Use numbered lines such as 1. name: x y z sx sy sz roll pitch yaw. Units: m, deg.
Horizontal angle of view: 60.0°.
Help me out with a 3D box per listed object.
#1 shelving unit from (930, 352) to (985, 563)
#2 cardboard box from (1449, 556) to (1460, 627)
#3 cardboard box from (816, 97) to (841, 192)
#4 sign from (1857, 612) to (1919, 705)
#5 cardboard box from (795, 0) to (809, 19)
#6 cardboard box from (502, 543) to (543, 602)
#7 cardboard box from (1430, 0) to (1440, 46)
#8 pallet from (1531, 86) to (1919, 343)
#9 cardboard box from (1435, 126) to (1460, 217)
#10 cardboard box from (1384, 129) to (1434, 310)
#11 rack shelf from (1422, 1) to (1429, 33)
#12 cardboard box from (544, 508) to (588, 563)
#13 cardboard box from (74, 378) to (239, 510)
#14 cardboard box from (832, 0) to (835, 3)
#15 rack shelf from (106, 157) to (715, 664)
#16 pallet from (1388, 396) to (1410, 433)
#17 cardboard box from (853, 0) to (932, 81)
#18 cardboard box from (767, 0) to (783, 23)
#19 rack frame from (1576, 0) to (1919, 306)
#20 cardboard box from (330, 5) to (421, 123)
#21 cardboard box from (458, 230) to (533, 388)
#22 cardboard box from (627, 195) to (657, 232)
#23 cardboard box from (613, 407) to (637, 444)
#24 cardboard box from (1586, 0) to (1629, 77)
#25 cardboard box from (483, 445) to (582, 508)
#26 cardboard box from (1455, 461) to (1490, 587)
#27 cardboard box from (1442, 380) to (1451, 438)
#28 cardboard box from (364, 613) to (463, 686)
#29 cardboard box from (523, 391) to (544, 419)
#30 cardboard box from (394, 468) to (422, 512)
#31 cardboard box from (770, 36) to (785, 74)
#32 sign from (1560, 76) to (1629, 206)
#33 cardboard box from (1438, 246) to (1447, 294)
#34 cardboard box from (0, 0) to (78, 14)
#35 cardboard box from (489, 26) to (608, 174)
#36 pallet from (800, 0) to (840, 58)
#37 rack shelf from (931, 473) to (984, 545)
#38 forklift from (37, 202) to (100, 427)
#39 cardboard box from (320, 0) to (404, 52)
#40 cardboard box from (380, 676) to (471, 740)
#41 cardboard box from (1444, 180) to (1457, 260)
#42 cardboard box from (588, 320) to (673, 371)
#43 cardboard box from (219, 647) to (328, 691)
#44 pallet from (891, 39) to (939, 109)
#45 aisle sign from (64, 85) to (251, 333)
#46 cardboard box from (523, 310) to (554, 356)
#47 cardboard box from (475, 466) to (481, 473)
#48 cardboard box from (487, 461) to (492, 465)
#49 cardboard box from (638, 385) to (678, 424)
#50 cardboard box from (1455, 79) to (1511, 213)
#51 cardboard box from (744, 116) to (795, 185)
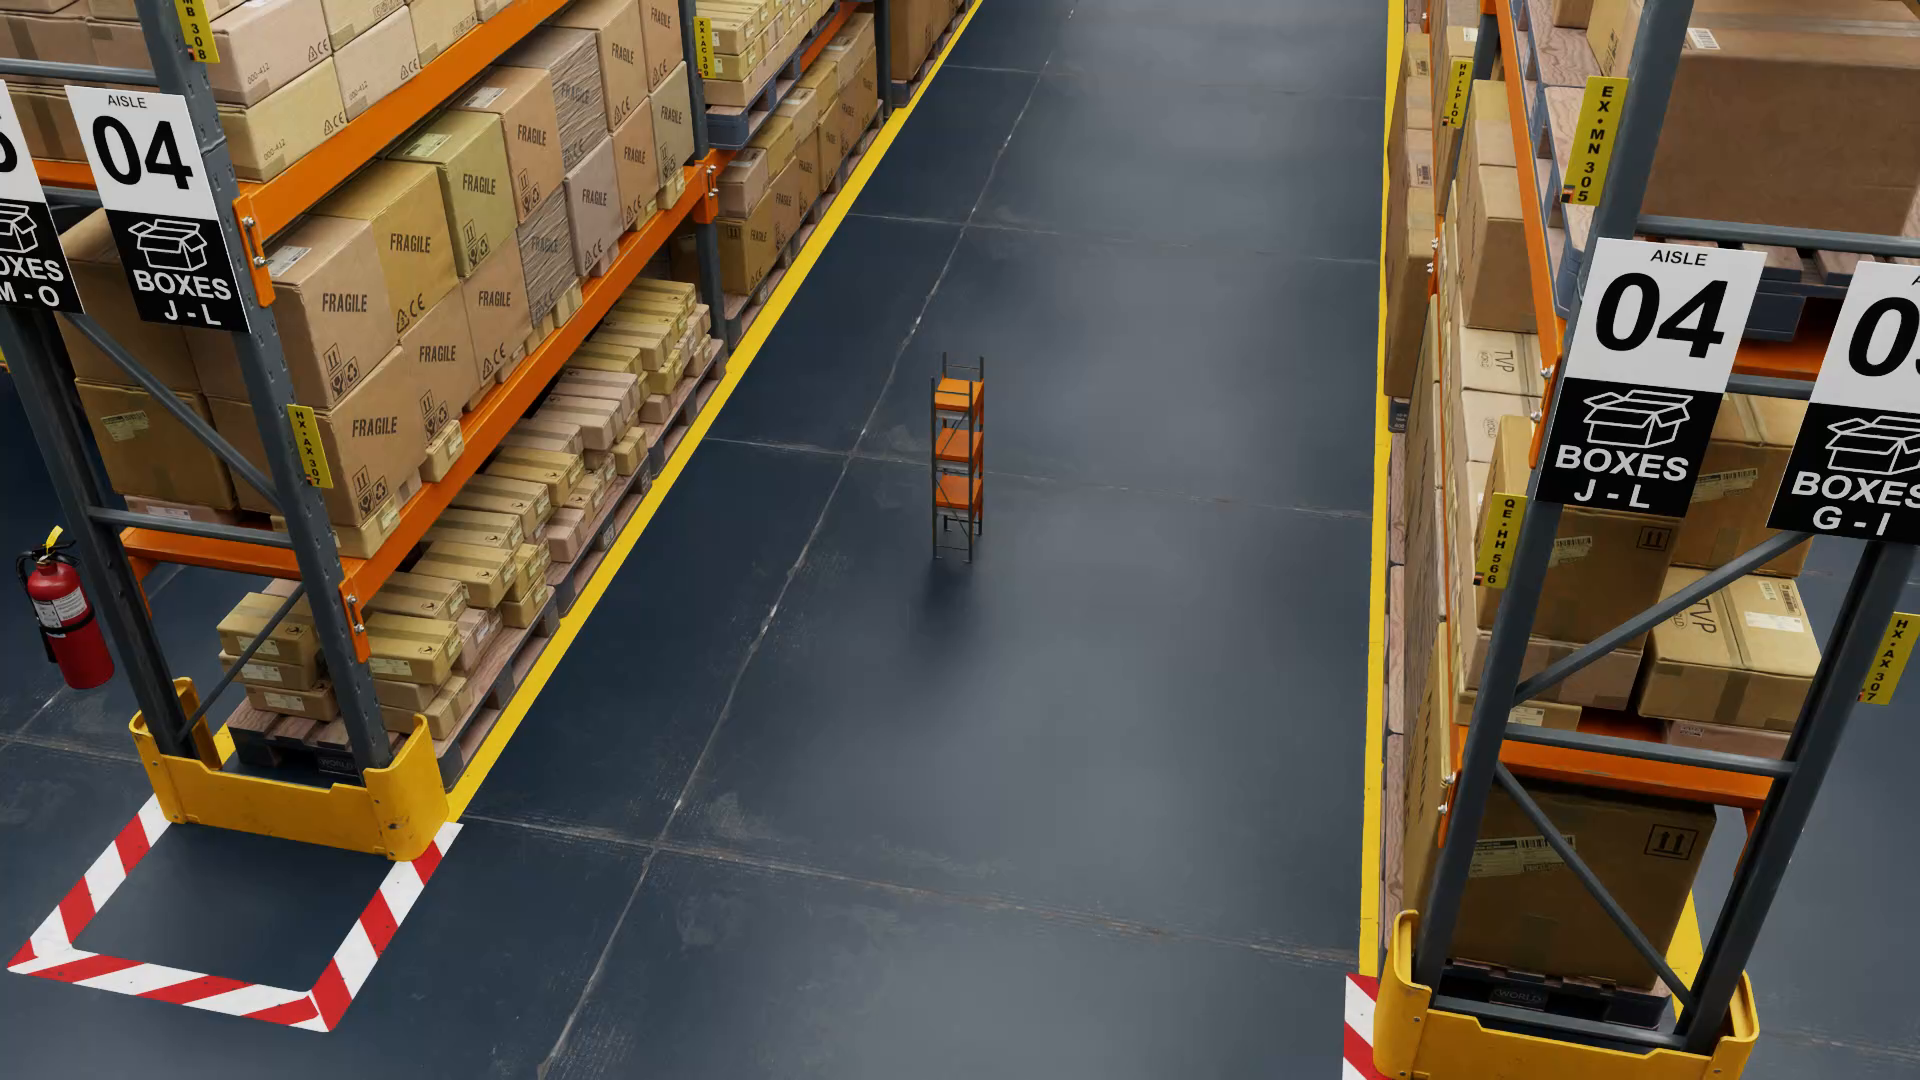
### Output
1. shelving unit: -0.011 -0.394 8.170 0.215 1.050 0.252 7 37 10
2. cardboard box: 1.941 0.209 5.890 0.380 0.149 0.250 7 37 10
3. cardboard box: -1.134 -2.766 11.552 0.500 0.500 0.500 6 36 8
4. sign: 2.619 0.336 4.695 0.100 0.325 0.005 7 37 10
5. cardboard box: -1.140 -3.285 10.099 0.380 0.149 0.250 9 37 12
6. cardboard box: -2.143 0.127 7.607 0.380 0.149 0.250 8 37 11
7. cardboard box: 3.309 -3.440 10.626 0.500 0.500 0.500 6 36 9
8. pallet: 2.226 -0.959 4.807 1.003 0.211 1.213 7 37 10
9. cardboard box: 2.766 -1.990 8.625 0.500 0.500 0.500 7 37 10
10. cardboard box: 3.240 -1.839 9.954 1.225 0.875 0.875 6 36 8
11. rack shelf: 4.214 -4.796 13.194 1.077 0.370 4.000 7 37 10
12. cardboard box: -2.038 -0.036 8.085 0.380 0.149 0.250 6 36 8
13. cardboard box: -2.901 -0.485 6.294 0.500 0.500 0.500 8 37 11
14. cardboard box: -0.973 -3.613 10.806 0.380 0.149 0.250 8 37 11
15. rack shelf: -2.319 -0.889 7.804 1.077 0.370 4.000 7 37 10
16. pallet: 3.024 -0.970 9.679 1.003 0.211 1.213 7 37 10
17. cardboard box: -0.819 -4.217 13.342 1.050 0.750 0.750 7 36 9
18. cardboard box: -1.247 -3.112 9.606 0.380 0.149 0.250 8 37 10
19. rack frame: 2.078 -1.783 3.312 1.000 3.000 0.127 7 37 10
20. cardboard box: -2.284 -1.714 5.901 0.500 0.250 0.500 8 37 11
21. cardboard box: -2.174 -1.007 7.014 0.500 0.500 0.500 8 37 11
22. cardboard box: -1.788 -1.725 8.558 0.380 0.149 0.250 9 37 12
23. cardboard box: -1.919 -0.650 8.679 0.380 0.149 0.250 8 37 11
24. cardboard box: 2.438 -1.734 5.273 0.700 0.500 0.500 5 36 7
25. cardboard box: -2.040 -0.305 7.950 0.380 0.149 0.250 8 37 11
26. cardboard box: 2.031 -0.016 5.860 0.500 0.250 0.500 7 36 9
27. cardboard box: 2.213 -0.524 6.901 0.380 0.149 0.250 6 36 9
28. cardboard box: -2.302 0.452 6.905 0.380 0.149 0.250 6 36 8
29. cardboard box: -2.407 -0.686 8.728 0.380 0.149 0.250 9 37 12
30. cardboard box: -2.343 -0.228 6.492 0.380 0.149 0.250 9 37 12
31. cardboard box: -1.247 -2.866 9.775 0.380 0.149 0.250 8 37 10
32. sign: 1.551 -0.971 4.061 0.100 0.325 0.005 7 37 10
33. cardboard box: 2.488 -1.267 7.926 0.380 0.149 0.250 6 36 8
34. cardboard box: -2.962 -1.779 5.224 0.380 0.149 0.250 7 37 10
35. cardboard box: -1.956 -2.001 7.534 0.500 0.500 0.500 8 37 11
36. pallet: -1.420 -3.402 10.822 1.003 0.211 1.213 7 37 10
37. rack shelf: -0.011 -0.161 8.339 0.215 0.259 0.240 7 37 10
38. forklift: -4.835 -2.226 9.094 1.130 2.935 3.031 -29 45 -34
39. cardboard box: -2.288 -1.908 5.743 0.500 0.250 0.500 7 36 9
40. cardboard box: -2.321 0.690 7.083 0.380 0.149 0.250 8 37 11
41. cardboard box: 2.576 -1.470 7.867 0.500 0.250 0.500 7 36 9
42. cardboard box: -1.775 -1.052 8.980 0.380 0.149 0.250 7 37 10
43. cardboard box: -2.912 0.492 7.104 0.380 0.149 0.250 6 36 9
44. pallet: -0.795 -3.934 13.768 1.003 0.211 1.213 7 37 10
45. aisle sign: -2.468 -1.007 5.138 0.394 0.787 0.004 7 37 10
46. cardboard box: -2.073 -0.977 7.527 0.380 0.149 0.250 9 37 12
47. cardboard box: -2.555 -0.366 8.033 0.380 0.149 0.250 6 36 8
48. cardboard box: -2.521 -0.425 8.622 0.380 0.149 0.250 6 36 9
49. cardboard box: -1.773 -0.777 9.108 0.380 0.149 0.250 6 36 8
50. cardboard box: 2.580 -1.768 7.639 0.500 0.500 0.500 7 37 10
51. cardboard box: -1.364 -2.485 10.525 0.500 0.250 0.500 8 37 11
